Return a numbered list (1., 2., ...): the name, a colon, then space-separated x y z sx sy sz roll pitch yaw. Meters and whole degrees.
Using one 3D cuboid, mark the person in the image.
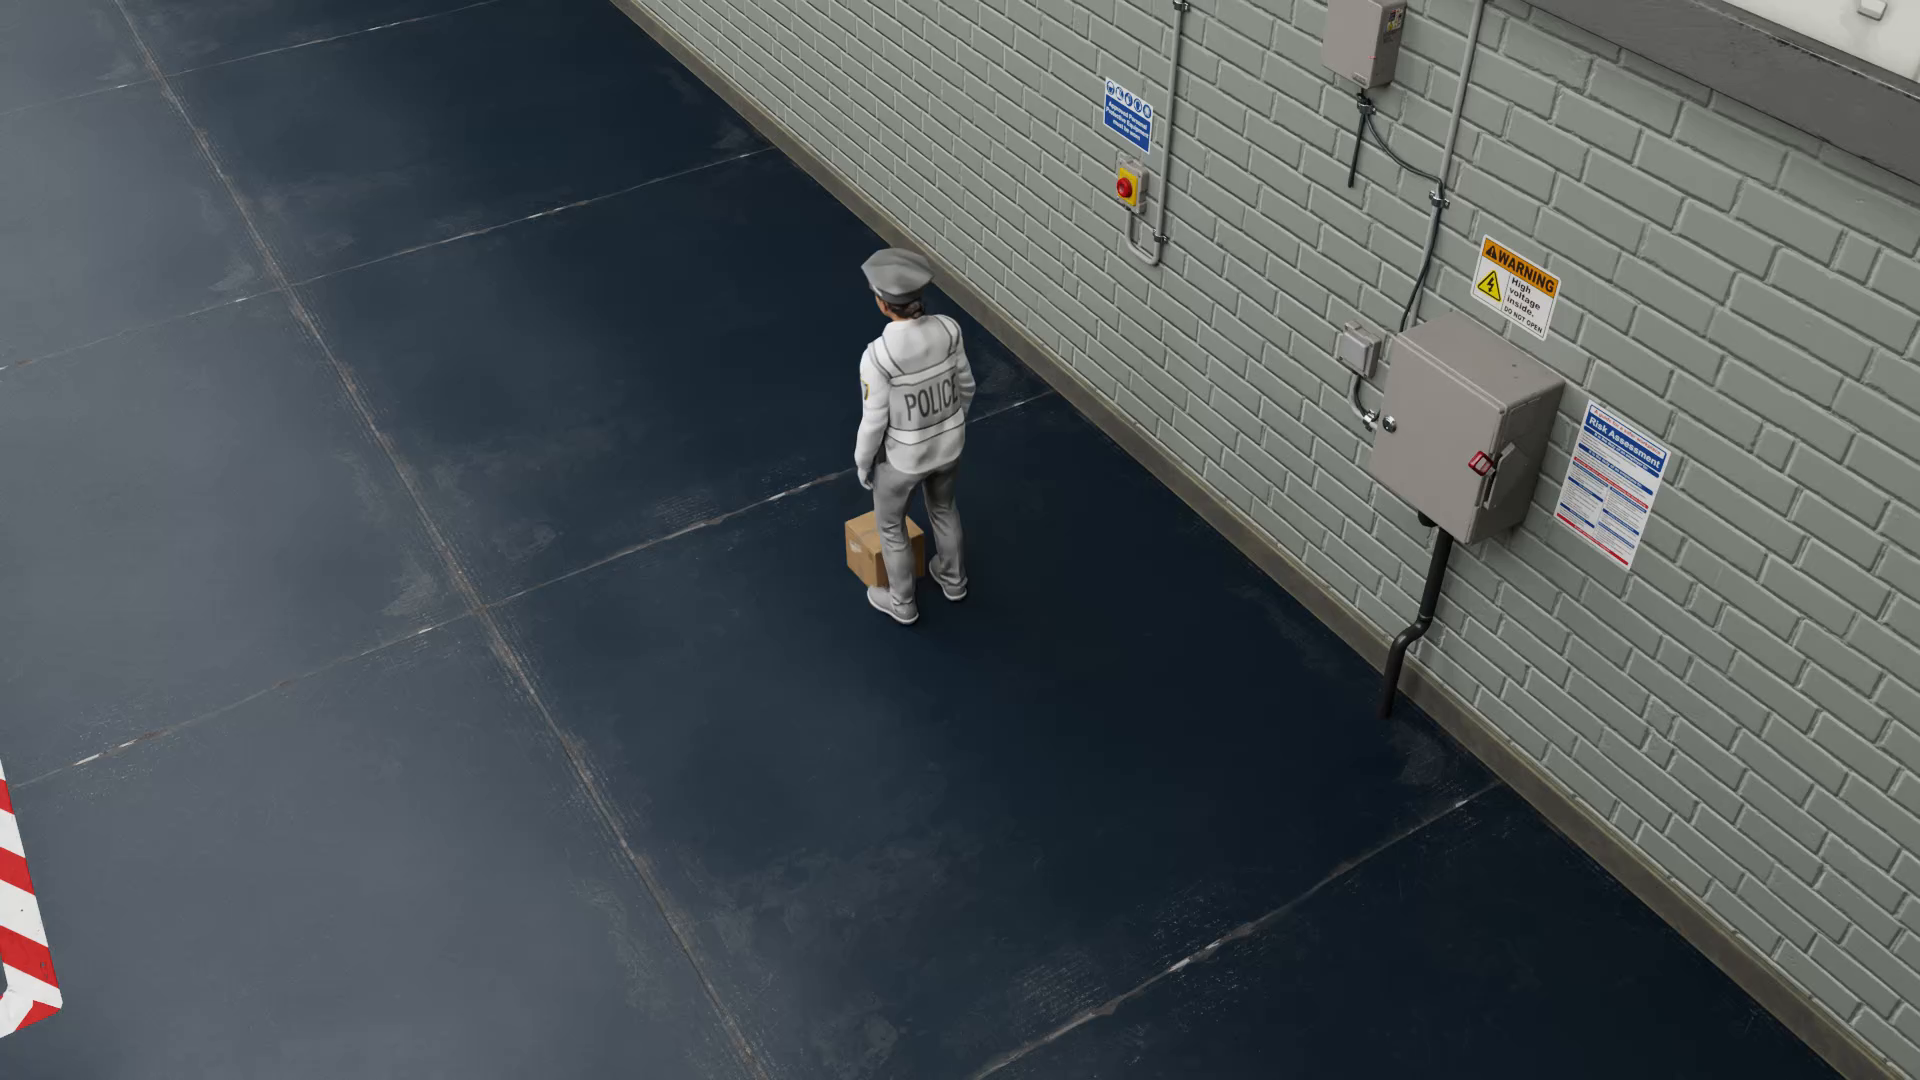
1. person: -0.183 -0.362 6.571 0.518 1.663 0.369 -24 47 -25
